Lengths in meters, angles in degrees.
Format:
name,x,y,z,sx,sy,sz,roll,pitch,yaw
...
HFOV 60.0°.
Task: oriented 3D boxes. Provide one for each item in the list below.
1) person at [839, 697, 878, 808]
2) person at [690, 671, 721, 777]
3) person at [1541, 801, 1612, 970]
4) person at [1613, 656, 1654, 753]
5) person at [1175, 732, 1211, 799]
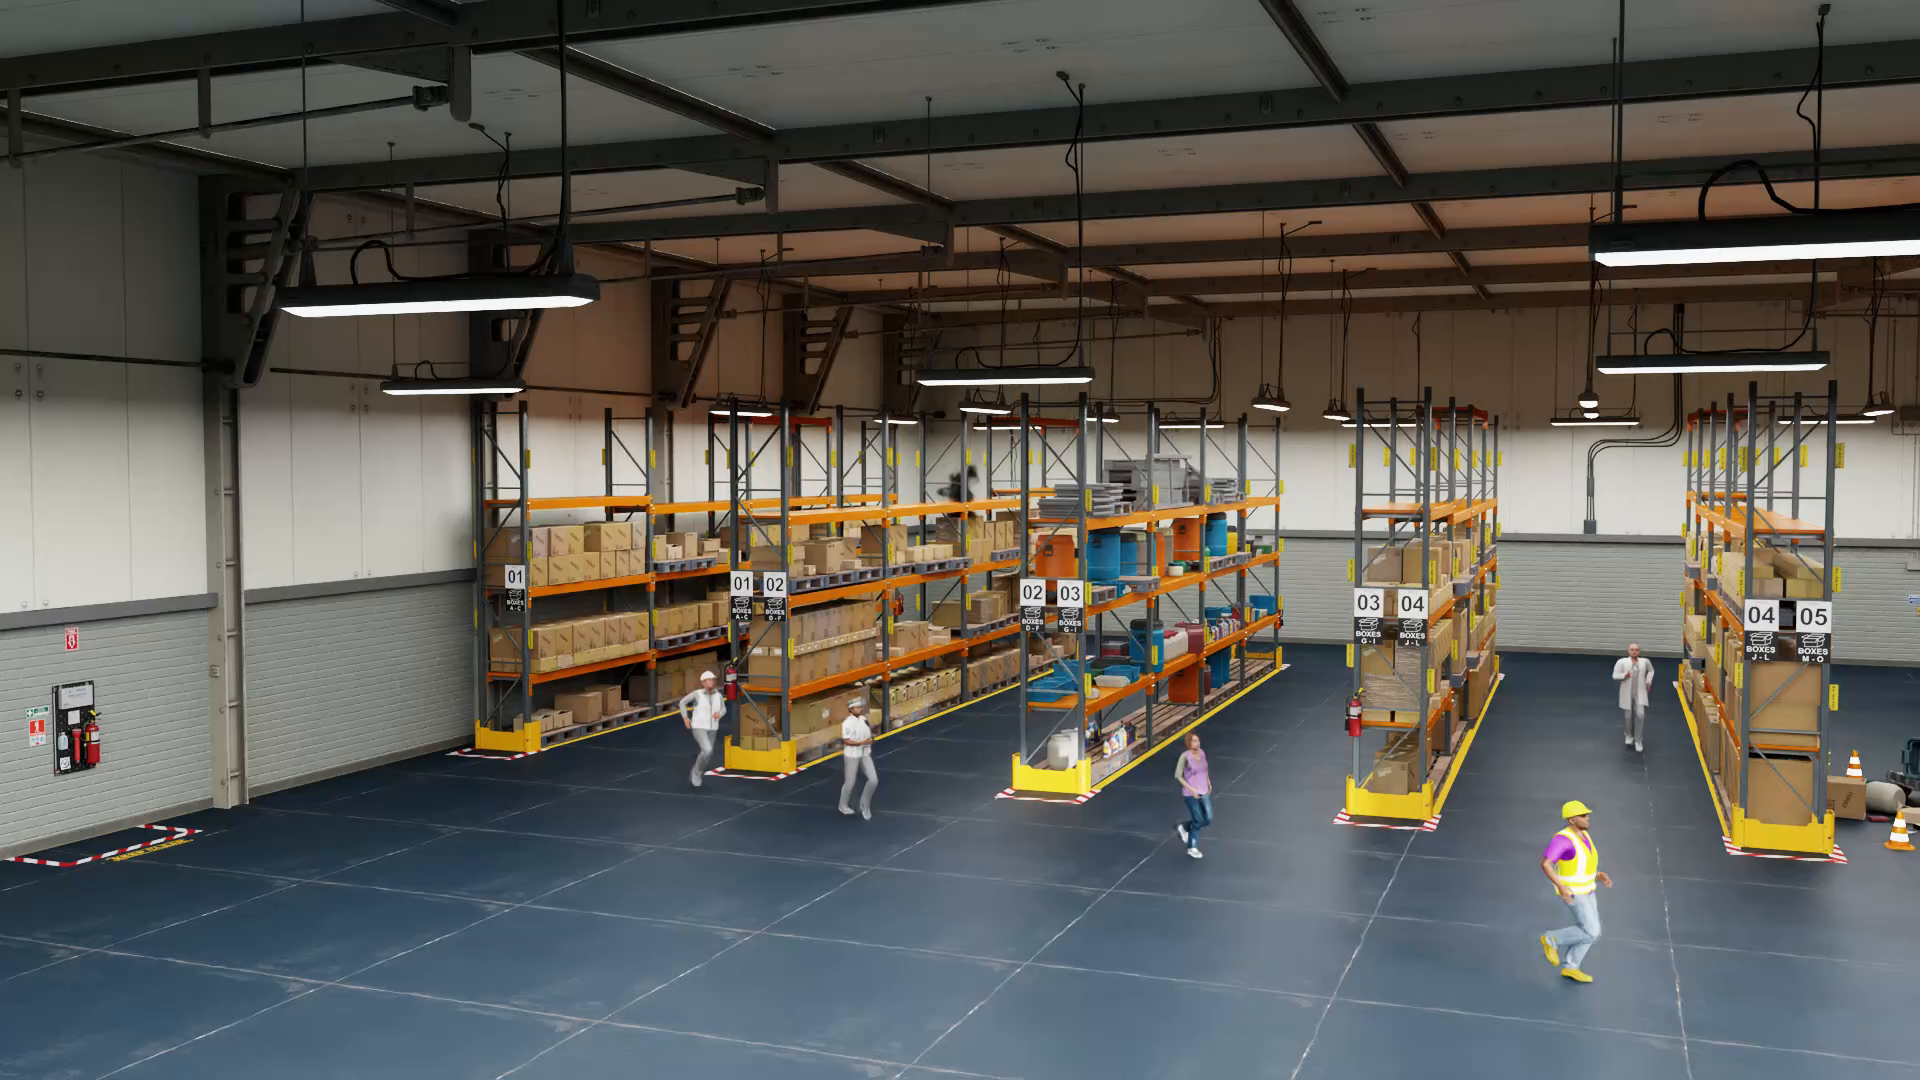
name,x,y,z,sx,sy,sz,roll,pitch,yaw
person,-1.404,2.962,23.126,0.542,1.581,0.692,-2,4,-41
person,-3.889,2.847,25.474,0.503,1.668,0.651,-3,4,-43
person,5.938,3.335,15.969,0.532,1.655,0.711,3,4,45
person,11.638,2.806,28.748,0.685,1.623,0.822,1,3,19
person,2.980,2.830,20.943,0.541,0.805,0.363,-2,3,-34
